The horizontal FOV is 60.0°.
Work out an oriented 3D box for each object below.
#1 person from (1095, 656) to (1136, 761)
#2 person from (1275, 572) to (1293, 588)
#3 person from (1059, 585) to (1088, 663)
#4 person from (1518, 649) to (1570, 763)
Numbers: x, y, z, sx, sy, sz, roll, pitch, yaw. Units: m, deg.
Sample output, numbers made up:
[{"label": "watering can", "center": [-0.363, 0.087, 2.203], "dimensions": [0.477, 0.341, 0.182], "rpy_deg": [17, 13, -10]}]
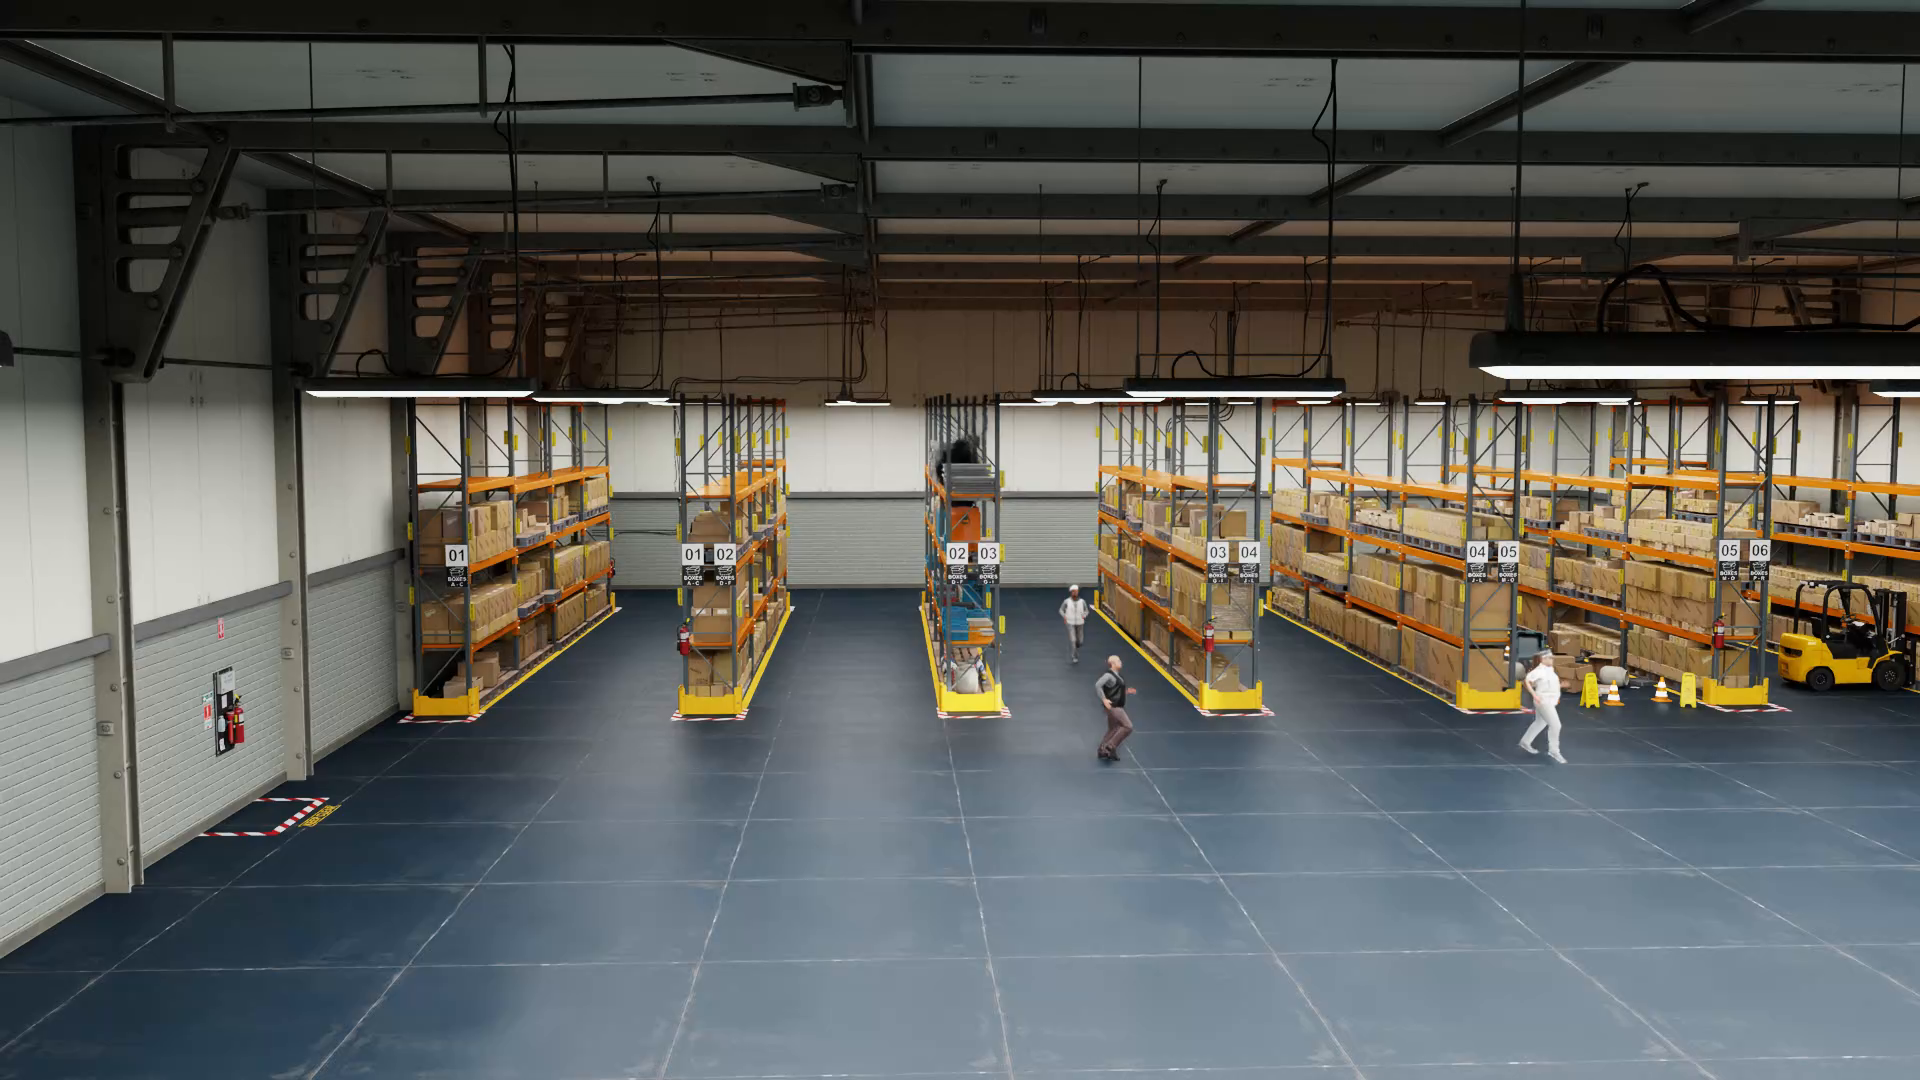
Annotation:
[{"label": "person", "center": [2.542, 2.728, 27.022], "dimensions": [0.642, 1.695, 0.643], "rpy_deg": [1, 5, 15]}, {"label": "person", "center": [9.555, 0.995, 49.181], "dimensions": [0.676, 1.684, 0.750], "rpy_deg": [3, 6, 36]}, {"label": "person", "center": [2.580, 1.886, 37.646], "dimensions": [0.666, 1.731, 0.753], "rpy_deg": [-1, 5, -8]}, {"label": "person", "center": [9.554, 2.692, 27.166], "dimensions": [0.787, 1.837, 0.639], "rpy_deg": [3, 5, 31]}]
